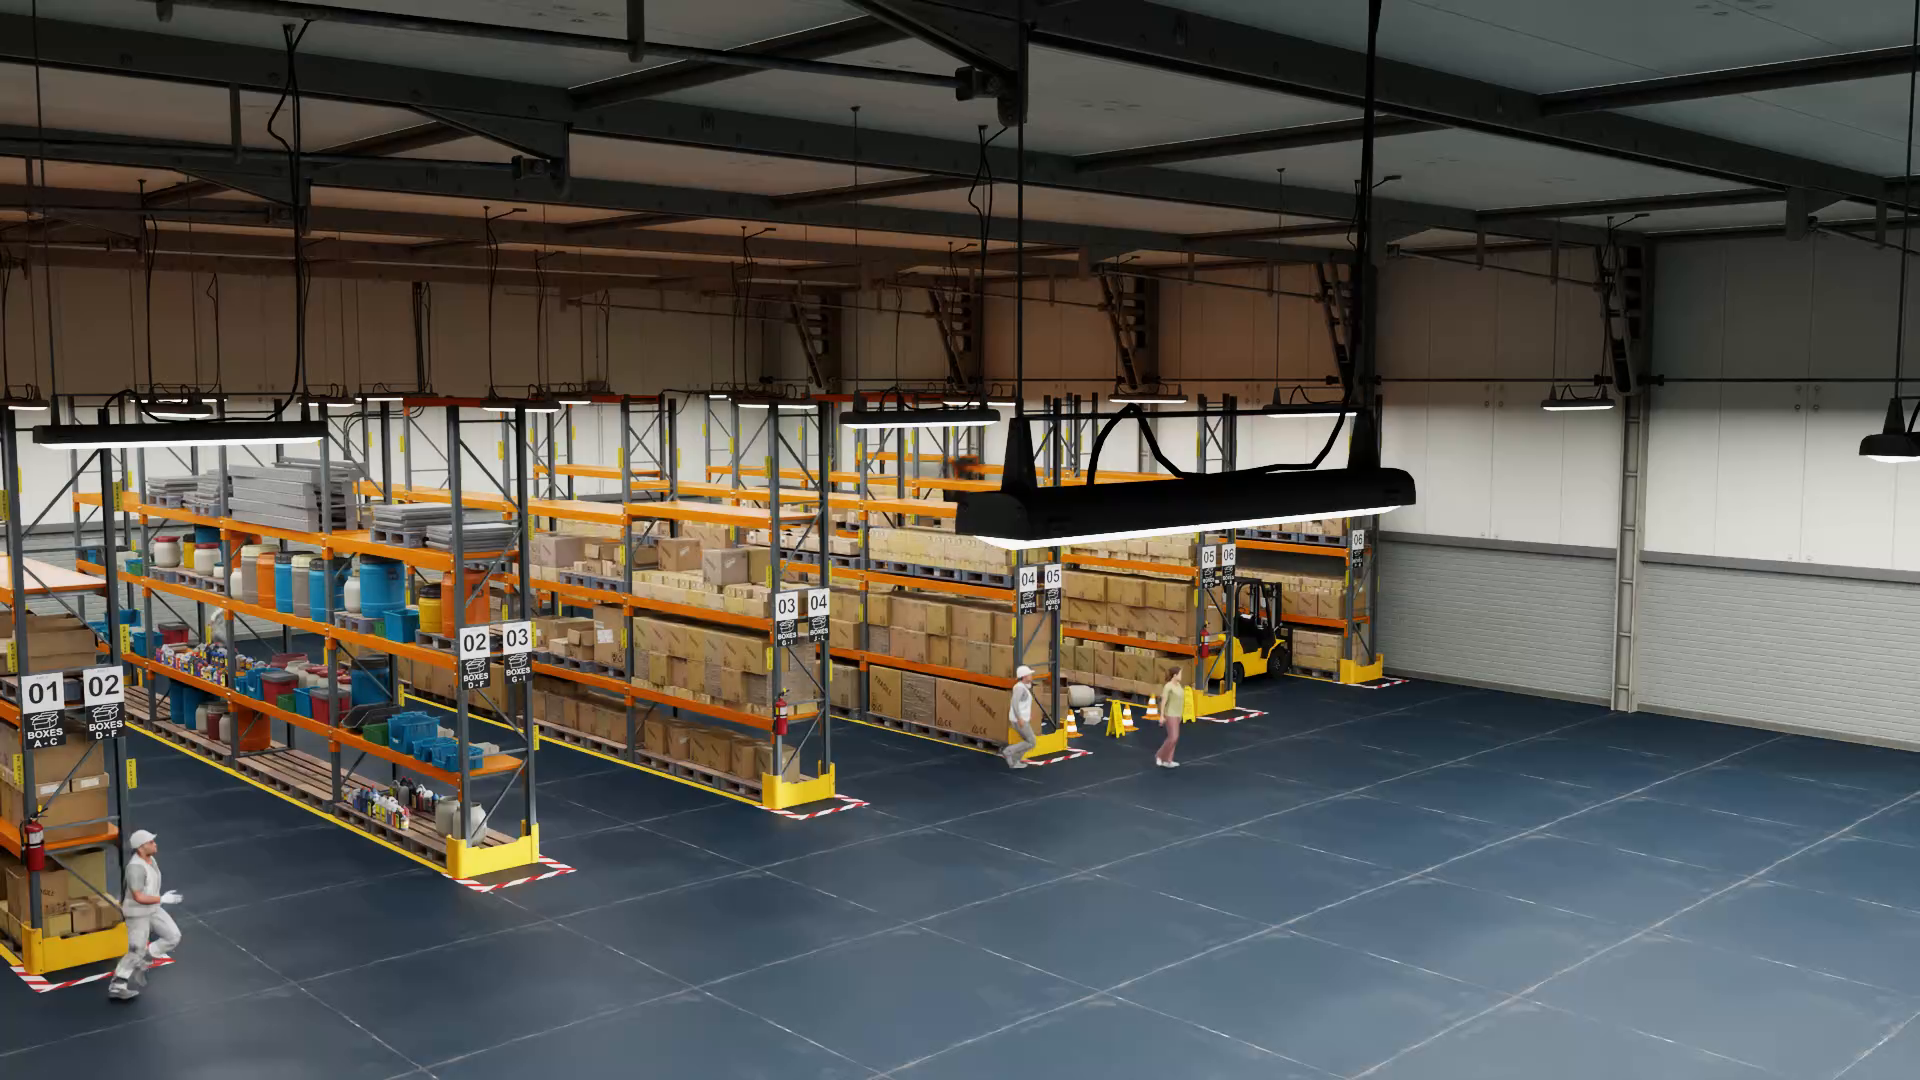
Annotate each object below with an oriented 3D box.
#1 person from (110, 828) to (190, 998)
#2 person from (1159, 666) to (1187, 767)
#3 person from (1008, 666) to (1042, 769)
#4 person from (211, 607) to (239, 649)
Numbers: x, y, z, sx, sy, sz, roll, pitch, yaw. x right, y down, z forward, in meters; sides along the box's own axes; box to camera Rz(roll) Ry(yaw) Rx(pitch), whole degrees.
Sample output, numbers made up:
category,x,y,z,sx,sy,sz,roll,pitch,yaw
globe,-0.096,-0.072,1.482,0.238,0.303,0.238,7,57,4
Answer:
category,x,y,z,sx,sy,sz,roll,pitch,yaw
person,-8.282,3.791,17.041,0.824,1.731,0.665,0,6,-3
person,3.471,2.877,27.057,0.426,1.657,0.535,3,6,30
person,1.055,2.884,26.962,0.560,1.693,0.644,0,6,4
person,-16.278,2.029,36.734,0.688,1.525,0.523,-4,7,-35
